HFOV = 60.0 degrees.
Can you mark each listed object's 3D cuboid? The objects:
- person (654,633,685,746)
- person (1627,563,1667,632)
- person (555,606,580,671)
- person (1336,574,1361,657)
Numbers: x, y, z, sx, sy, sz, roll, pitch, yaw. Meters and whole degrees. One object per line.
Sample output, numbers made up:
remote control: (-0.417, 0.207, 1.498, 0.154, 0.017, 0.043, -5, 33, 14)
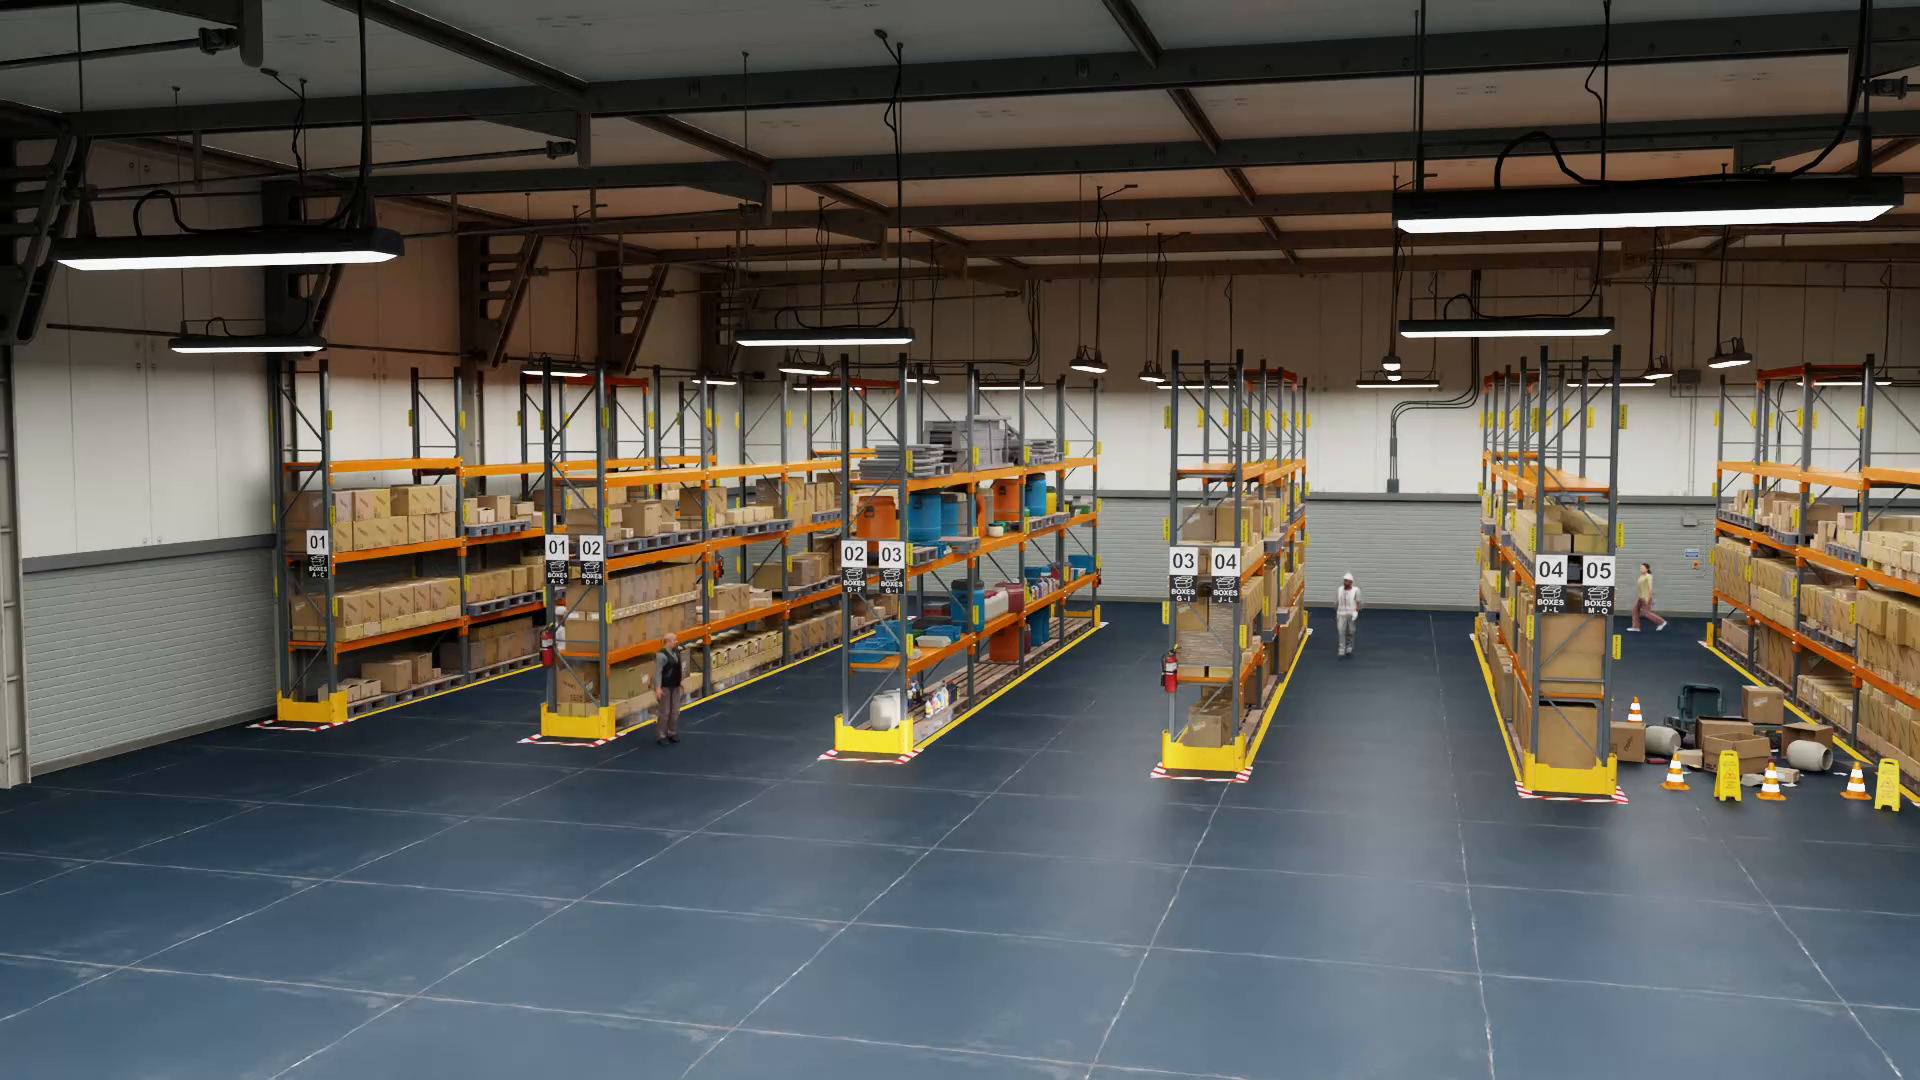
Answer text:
person: (-4.516, 2.294, 25.739, 0.387, 1.740, 0.574, 2, 5, 25)
person: (16.186, 1.358, 39.177, 0.855, 1.632, 0.484, 1, 4, 9)
person: (-6.876, 2.043, 29.106, 0.523, 1.795, 0.703, 3, 5, 37)
person: (8.212, 1.583, 35.145, 0.524, 1.727, 1.056, 1, 4, 13)
